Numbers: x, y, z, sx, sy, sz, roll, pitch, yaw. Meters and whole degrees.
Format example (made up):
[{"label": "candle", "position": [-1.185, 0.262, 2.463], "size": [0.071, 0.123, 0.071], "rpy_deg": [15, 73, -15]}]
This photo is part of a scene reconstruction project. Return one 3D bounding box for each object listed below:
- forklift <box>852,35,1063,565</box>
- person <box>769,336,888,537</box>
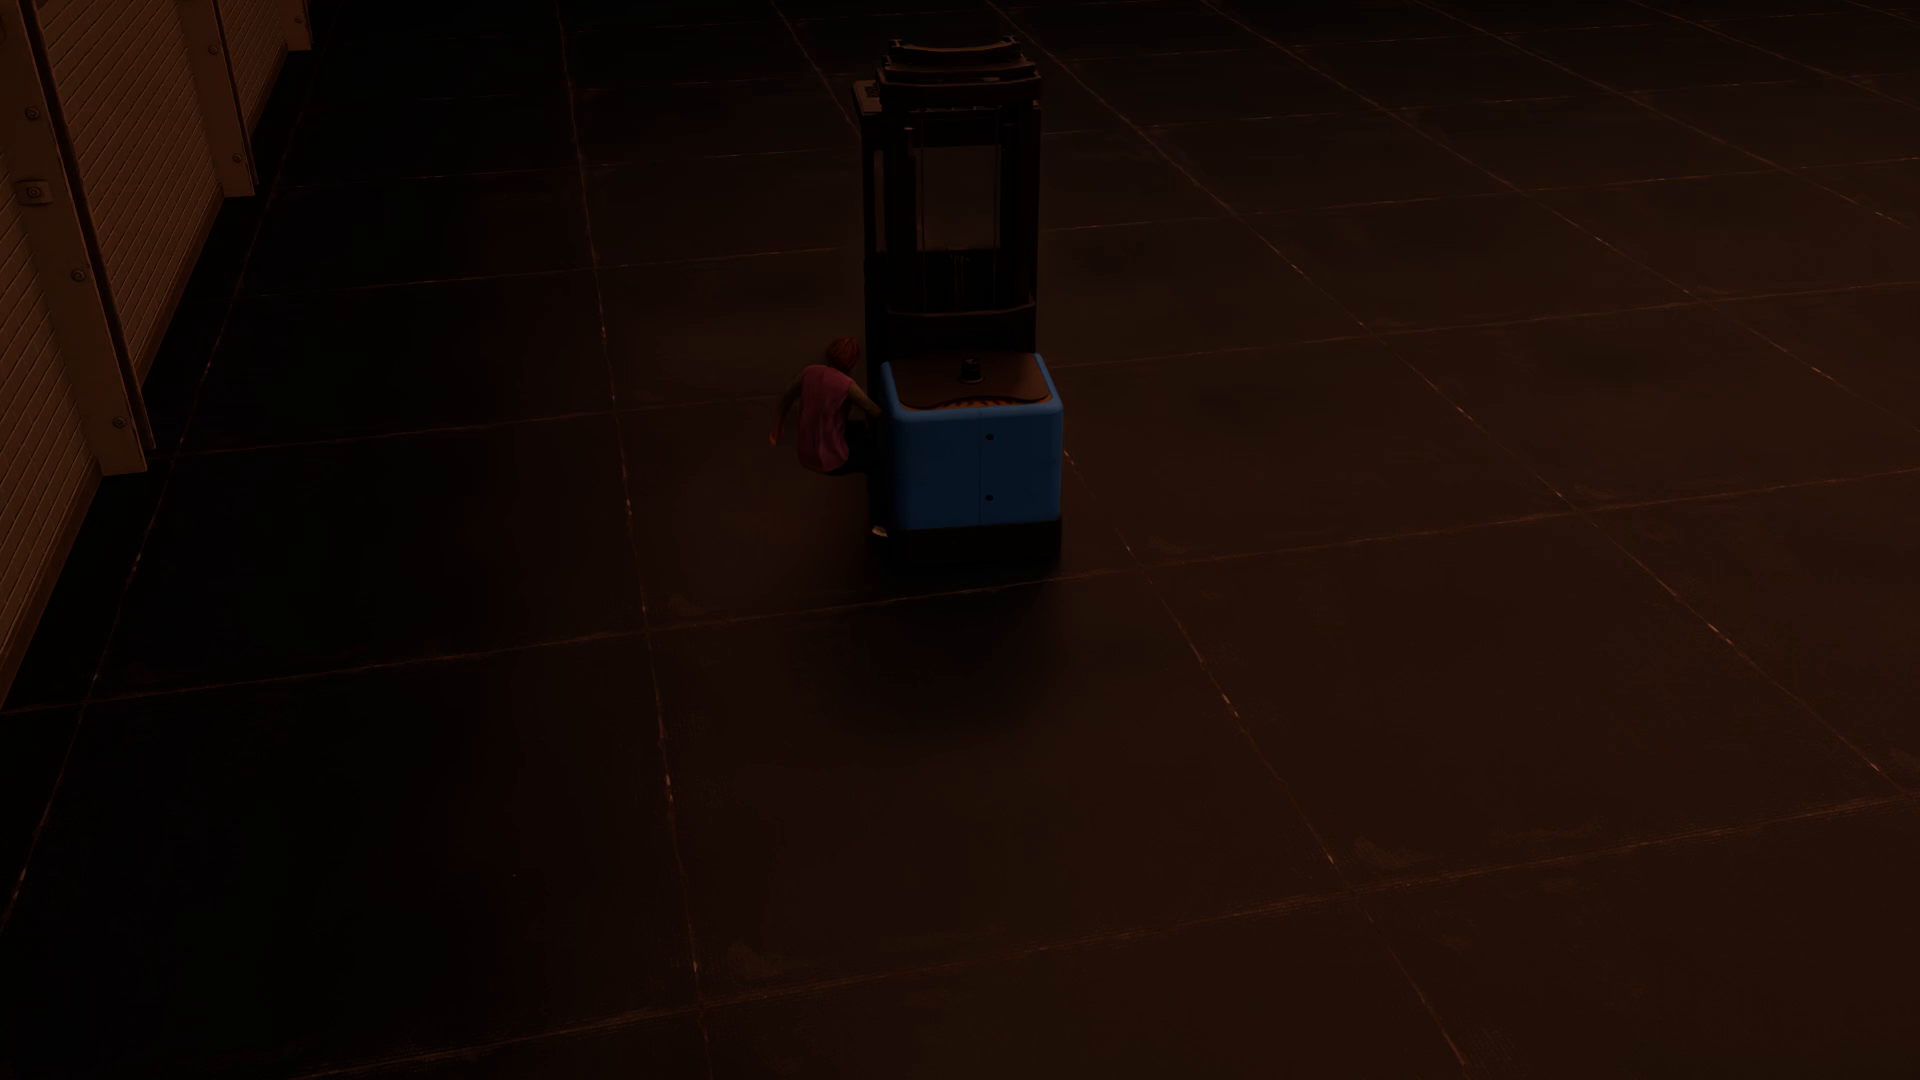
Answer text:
[{"label": "forklift", "position": [-0.089, -1.832, 10.739], "size": [1.130, 2.935, 3.031], "rpy_deg": [-4, 30, -7]}, {"label": "person", "position": [-0.697, -0.671, 10.405], "size": [0.778, 1.359, 0.823], "rpy_deg": [20, 36, 31]}]
